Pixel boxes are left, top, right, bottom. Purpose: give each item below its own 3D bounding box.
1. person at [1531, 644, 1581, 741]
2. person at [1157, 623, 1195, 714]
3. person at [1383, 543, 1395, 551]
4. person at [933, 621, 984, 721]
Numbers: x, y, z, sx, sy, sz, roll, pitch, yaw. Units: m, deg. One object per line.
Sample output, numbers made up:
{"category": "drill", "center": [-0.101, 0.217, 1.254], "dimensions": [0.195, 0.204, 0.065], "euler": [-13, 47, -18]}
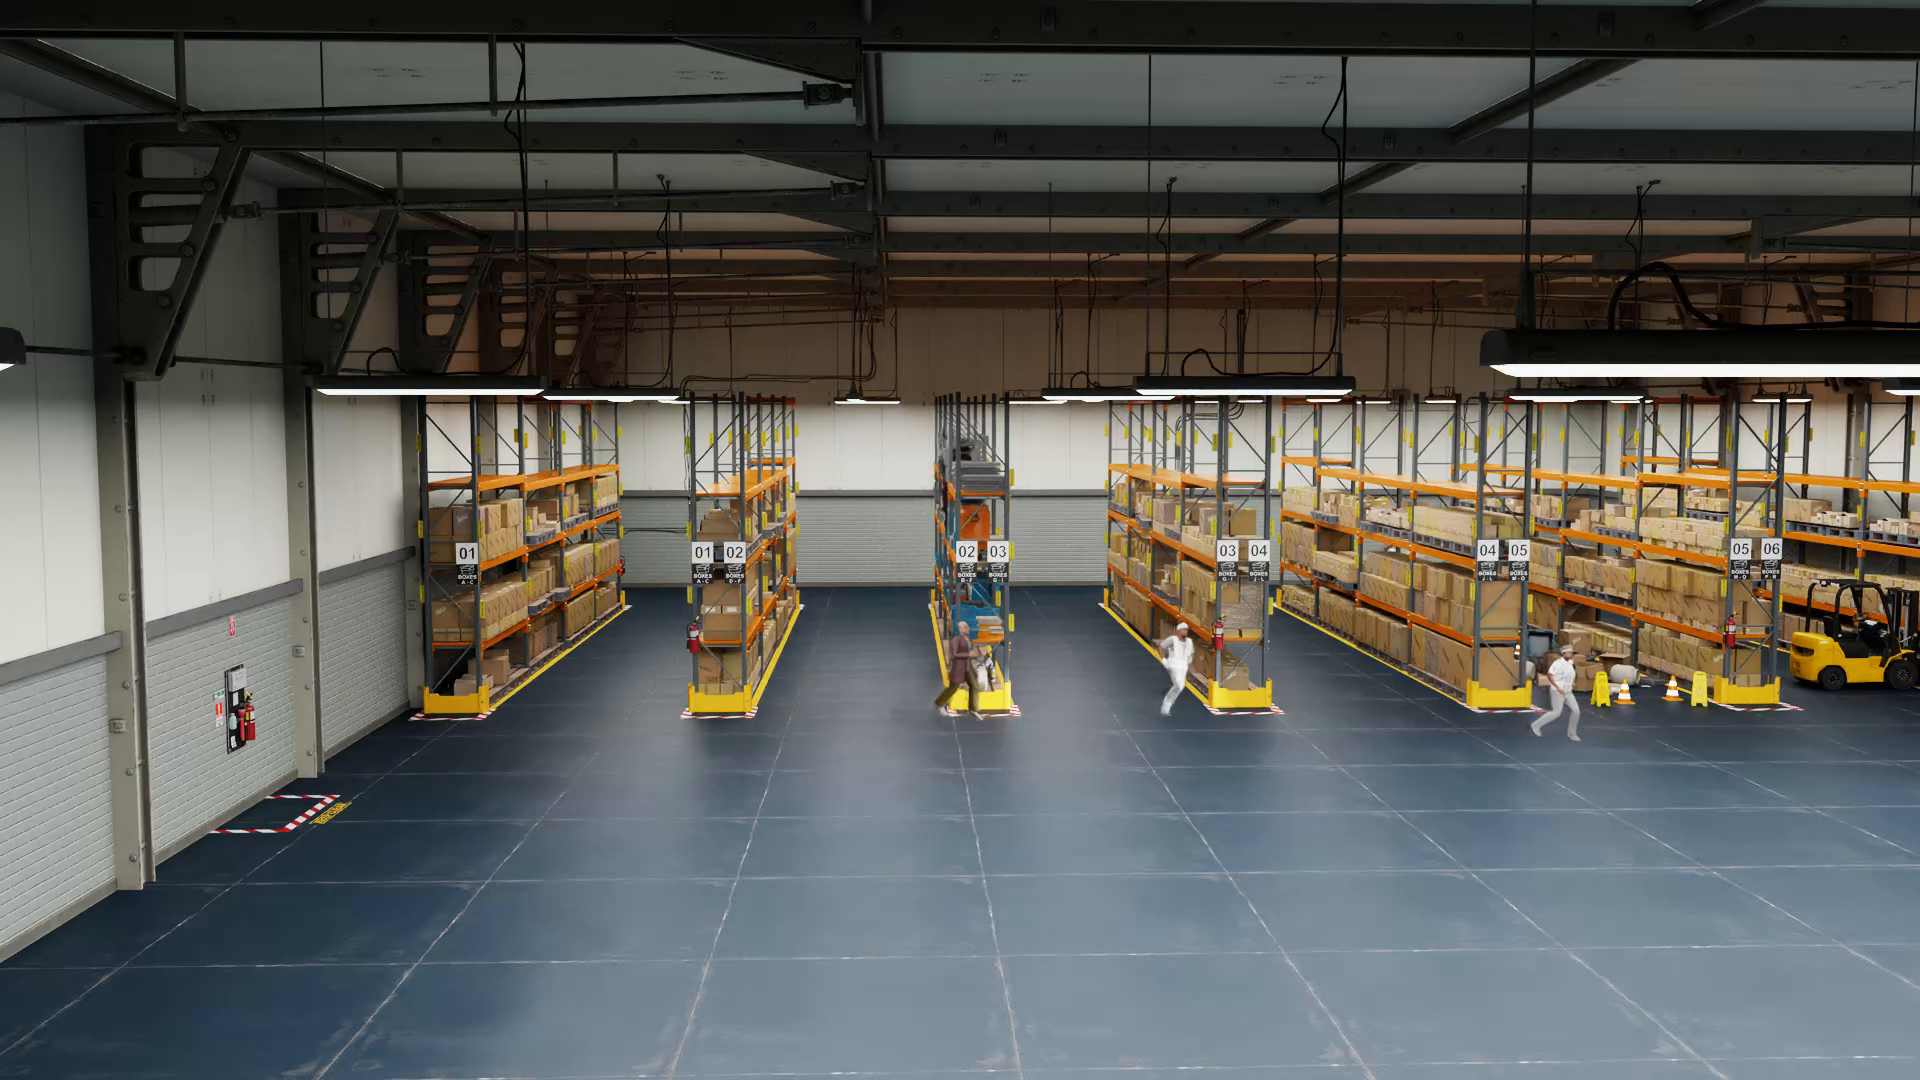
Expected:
{"category": "person", "center": [10.312, 2.631, 28.613], "dimensions": [0.779, 1.695, 0.653], "euler": [-3, 6, -37]}
{"category": "person", "center": [4.077, 2.388, 30.868], "dimensions": [0.708, 1.704, 0.595], "euler": [-3, 5, -30]}
{"category": "person", "center": [12.661, 0.911, 49.110], "dimensions": [1.010, 1.774, 0.733], "euler": [0, 5, -5]}
{"category": "person", "center": [-0.014, 2.379, 30.515], "dimensions": [0.993, 1.804, 0.728], "euler": [3, 6, 37]}
